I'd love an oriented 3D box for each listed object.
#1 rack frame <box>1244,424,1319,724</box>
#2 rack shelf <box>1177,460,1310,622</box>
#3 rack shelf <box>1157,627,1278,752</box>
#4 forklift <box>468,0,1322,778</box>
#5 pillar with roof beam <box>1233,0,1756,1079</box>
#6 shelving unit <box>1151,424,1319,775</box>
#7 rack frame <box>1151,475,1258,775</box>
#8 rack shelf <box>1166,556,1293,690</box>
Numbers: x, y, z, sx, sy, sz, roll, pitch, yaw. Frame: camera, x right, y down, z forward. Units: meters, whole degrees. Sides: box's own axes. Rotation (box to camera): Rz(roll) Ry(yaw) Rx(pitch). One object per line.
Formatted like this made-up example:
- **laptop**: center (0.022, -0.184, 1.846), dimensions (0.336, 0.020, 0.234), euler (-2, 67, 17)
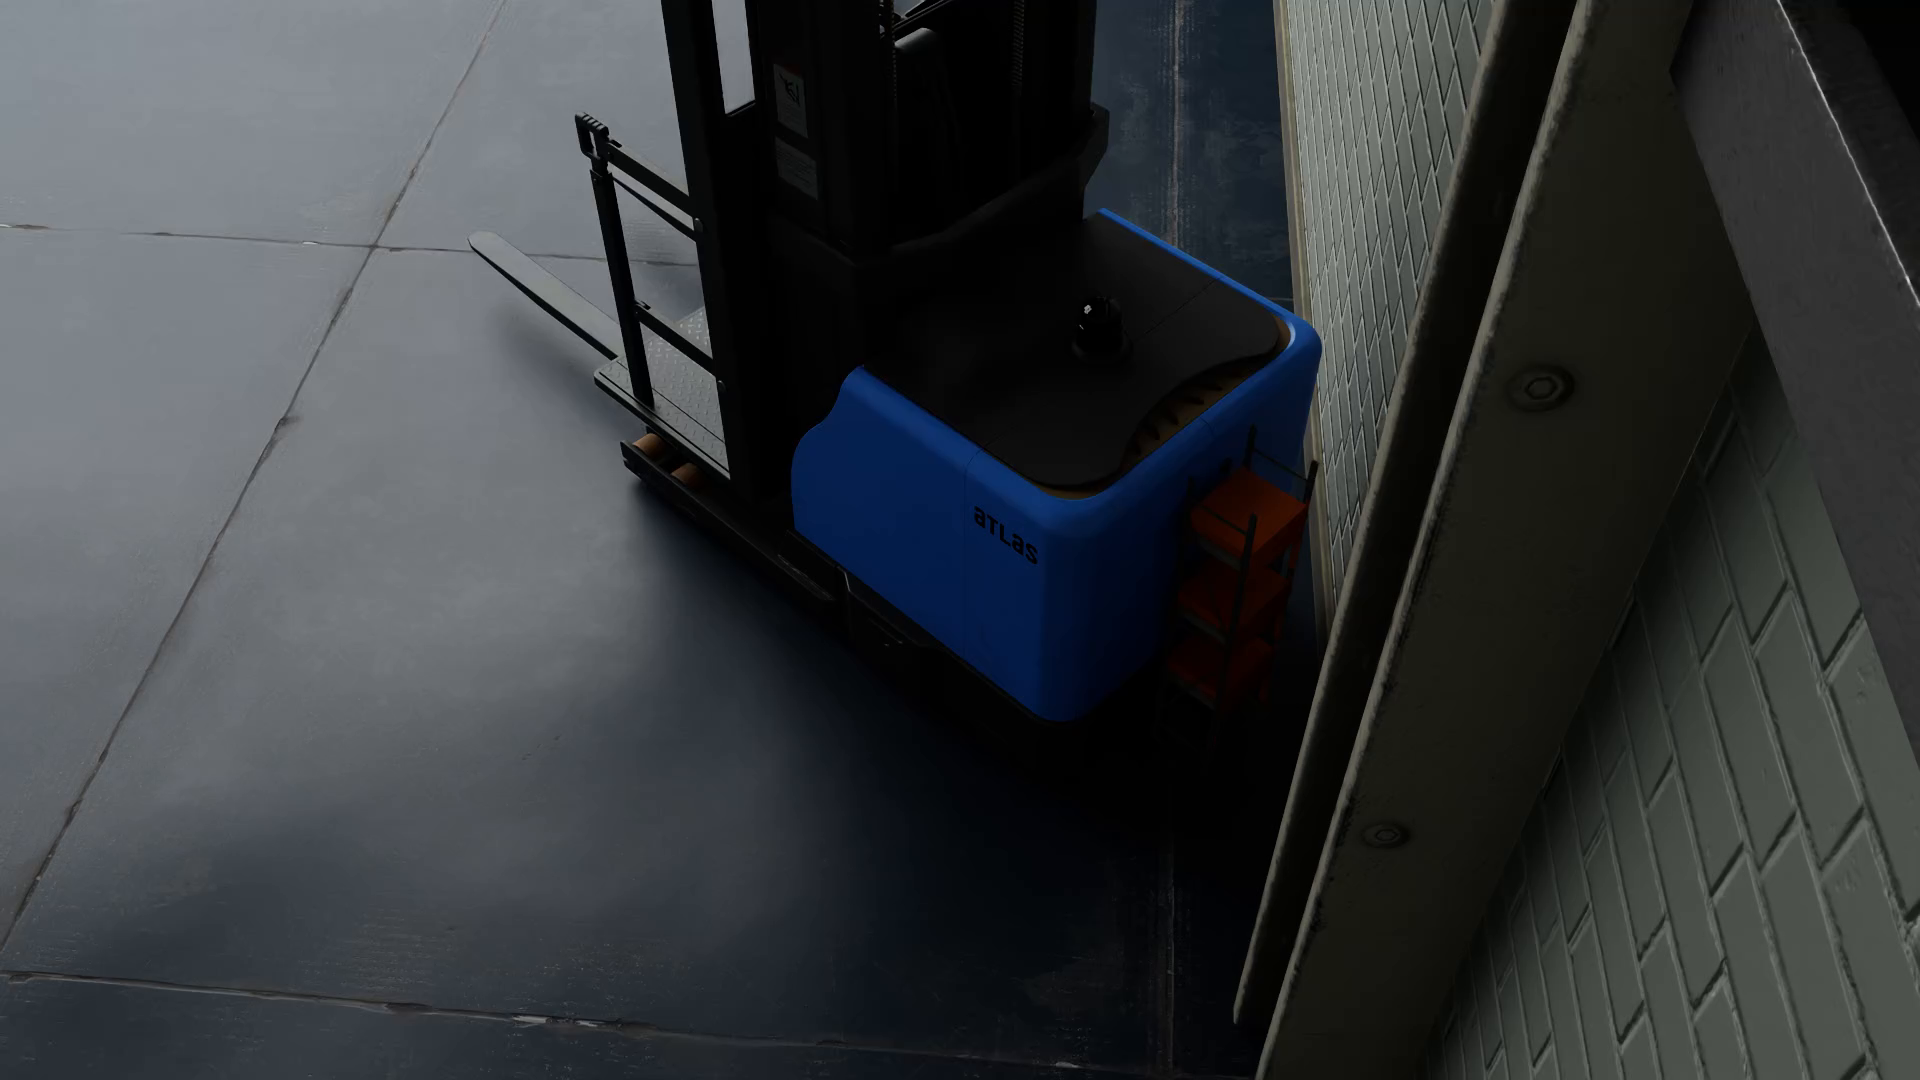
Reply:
- **rack frame**: center (0.788, 0.120, 4.429), dimensions (0.200, 1.050, 0.008), euler (35, 56, 28)
- **rack shelf**: center (0.704, 0.001, 4.167), dimensions (0.215, 0.259, 0.240), euler (35, 56, 28)
- **rack shelf**: center (0.704, 0.380, 4.582), dimensions (0.215, 0.259, 0.240), euler (35, 56, 28)
- **forklift**: center (-0.447, -1.313, 4.465), dimensions (3.031, 2.935, 1.130), euler (36, 57, 28)
- **pillar with roof beam**: center (-3.463, -2.003, 0.984), dimensions (9.100, 9.000, 0.400), euler (4, 48, 4)
- **shelving unit**: center (0.704, 0.186, 4.369), dimensions (0.215, 1.050, 0.252), euler (35, 56, 28)
- **rack frame**: center (0.620, 0.251, 4.309), dimensions (0.200, 1.050, 0.008), euler (35, 56, 28)
- **rack shelf**: center (0.704, 0.193, 4.377), dimensions (0.215, 0.259, 0.240), euler (35, 56, 28)
